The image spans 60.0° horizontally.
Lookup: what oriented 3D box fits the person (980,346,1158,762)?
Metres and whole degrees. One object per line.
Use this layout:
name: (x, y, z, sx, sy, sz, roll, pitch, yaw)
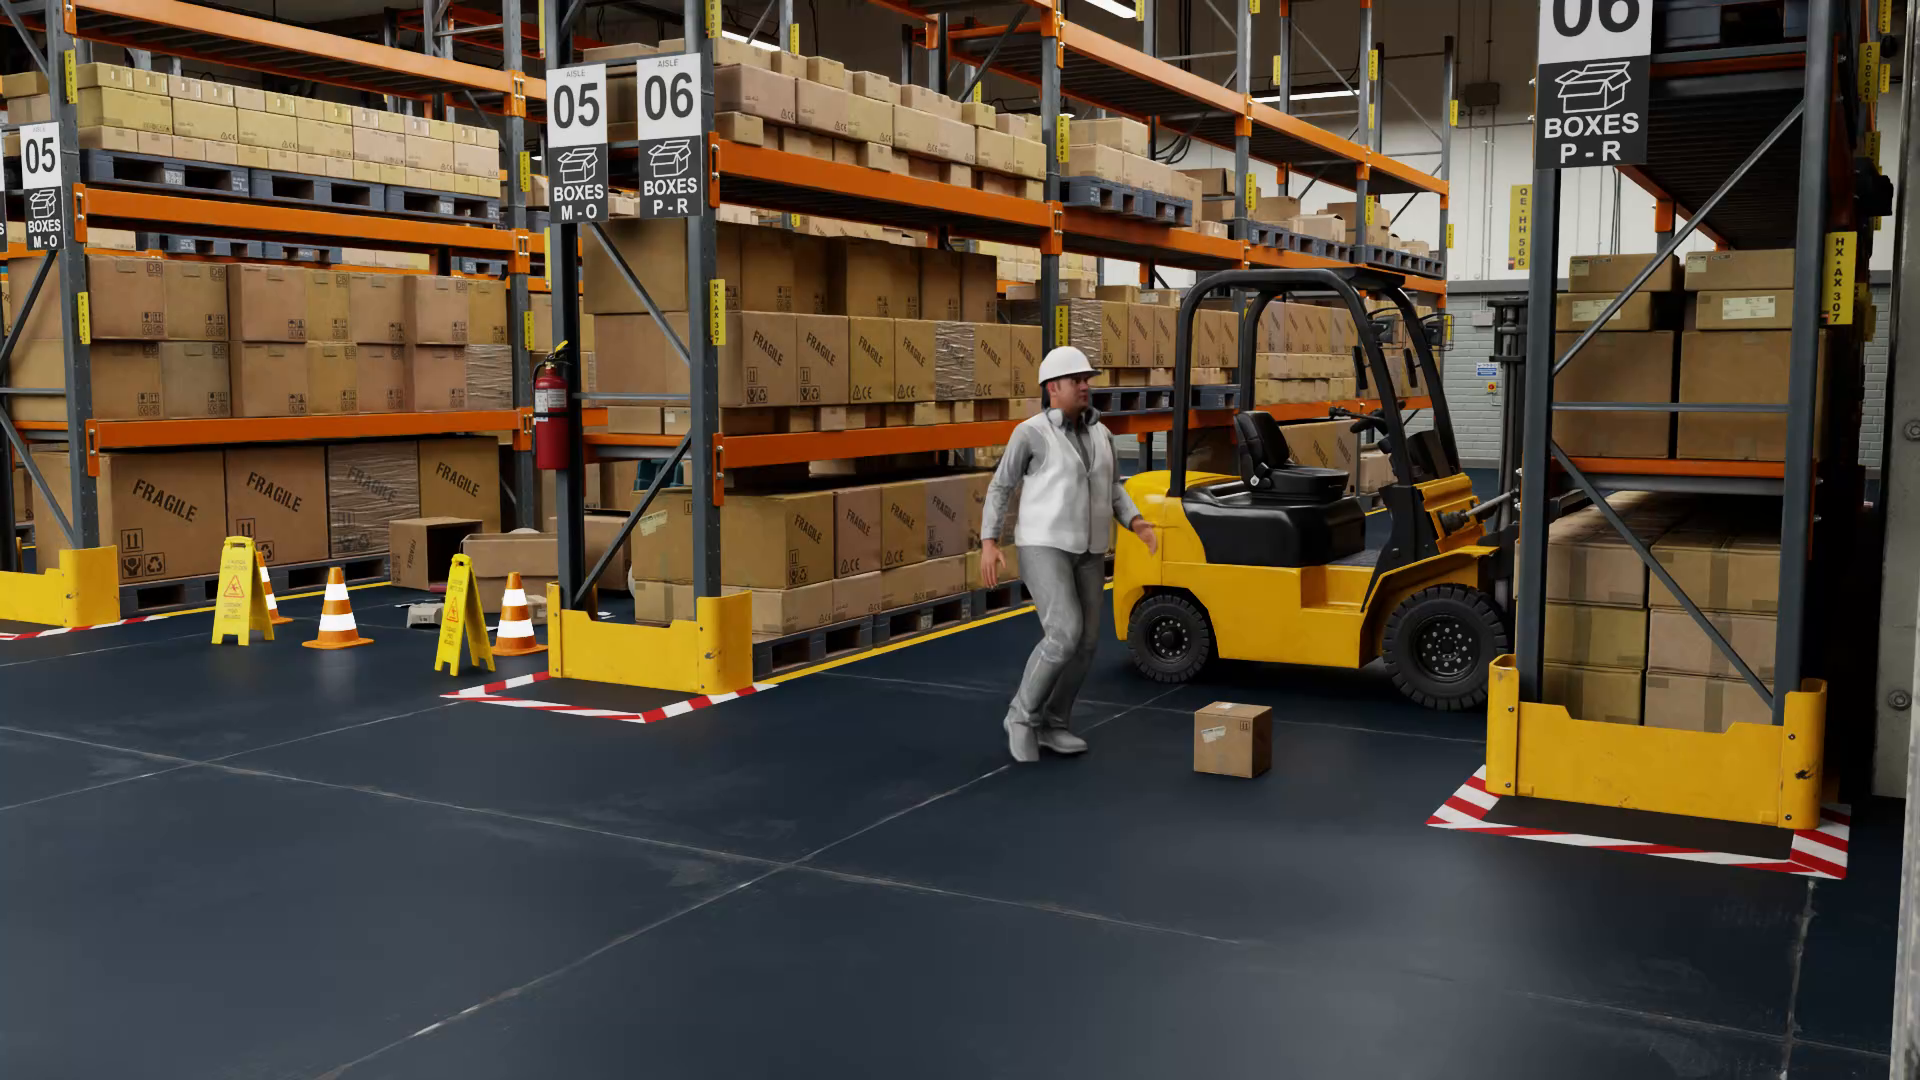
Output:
person: (0.476, 0.066, 7.148, 0.697, 1.789, 0.529, -4, 7, -36)
